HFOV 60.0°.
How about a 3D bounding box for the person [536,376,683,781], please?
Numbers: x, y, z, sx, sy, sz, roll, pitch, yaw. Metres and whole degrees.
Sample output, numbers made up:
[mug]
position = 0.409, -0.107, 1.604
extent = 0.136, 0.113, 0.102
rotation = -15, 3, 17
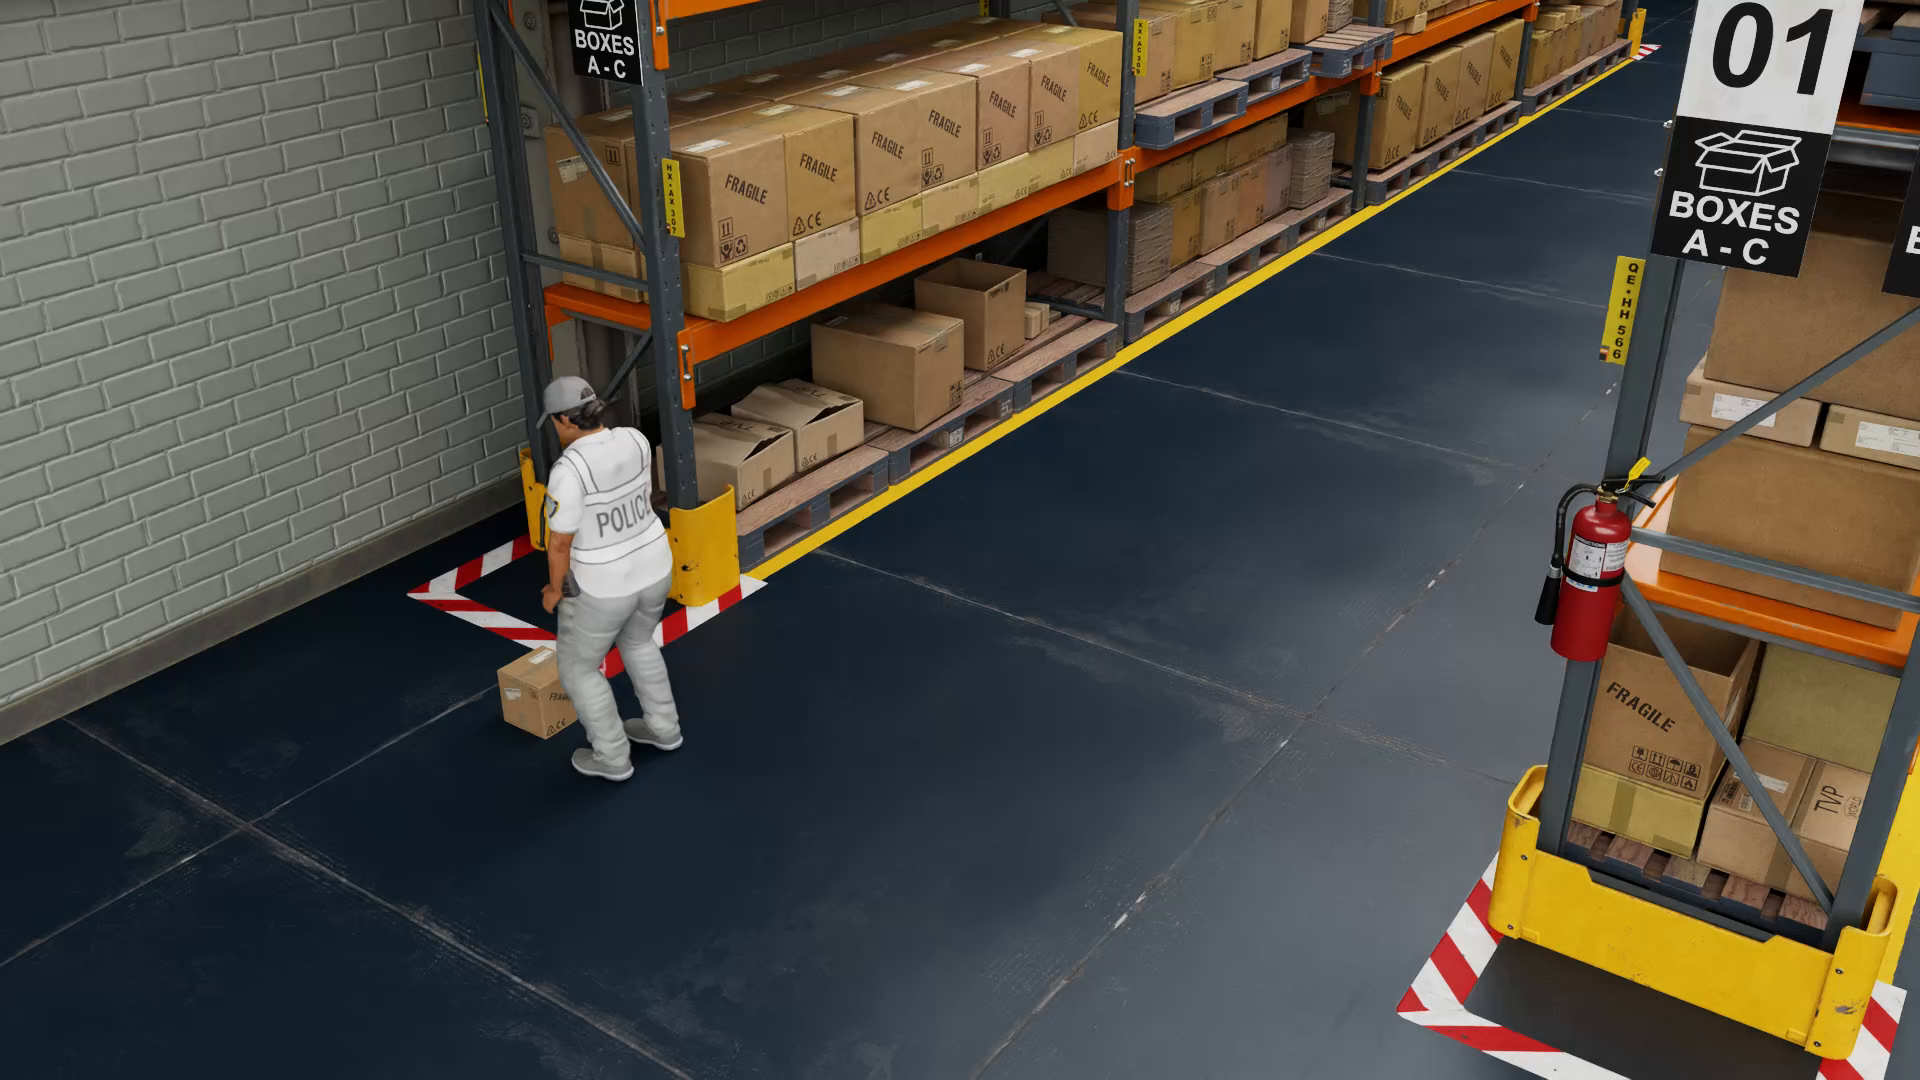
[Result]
[person]
position = -1.357, 0.159, 6.353
extent = 0.452, 1.633, 0.489
rotation = 18, 32, 31
